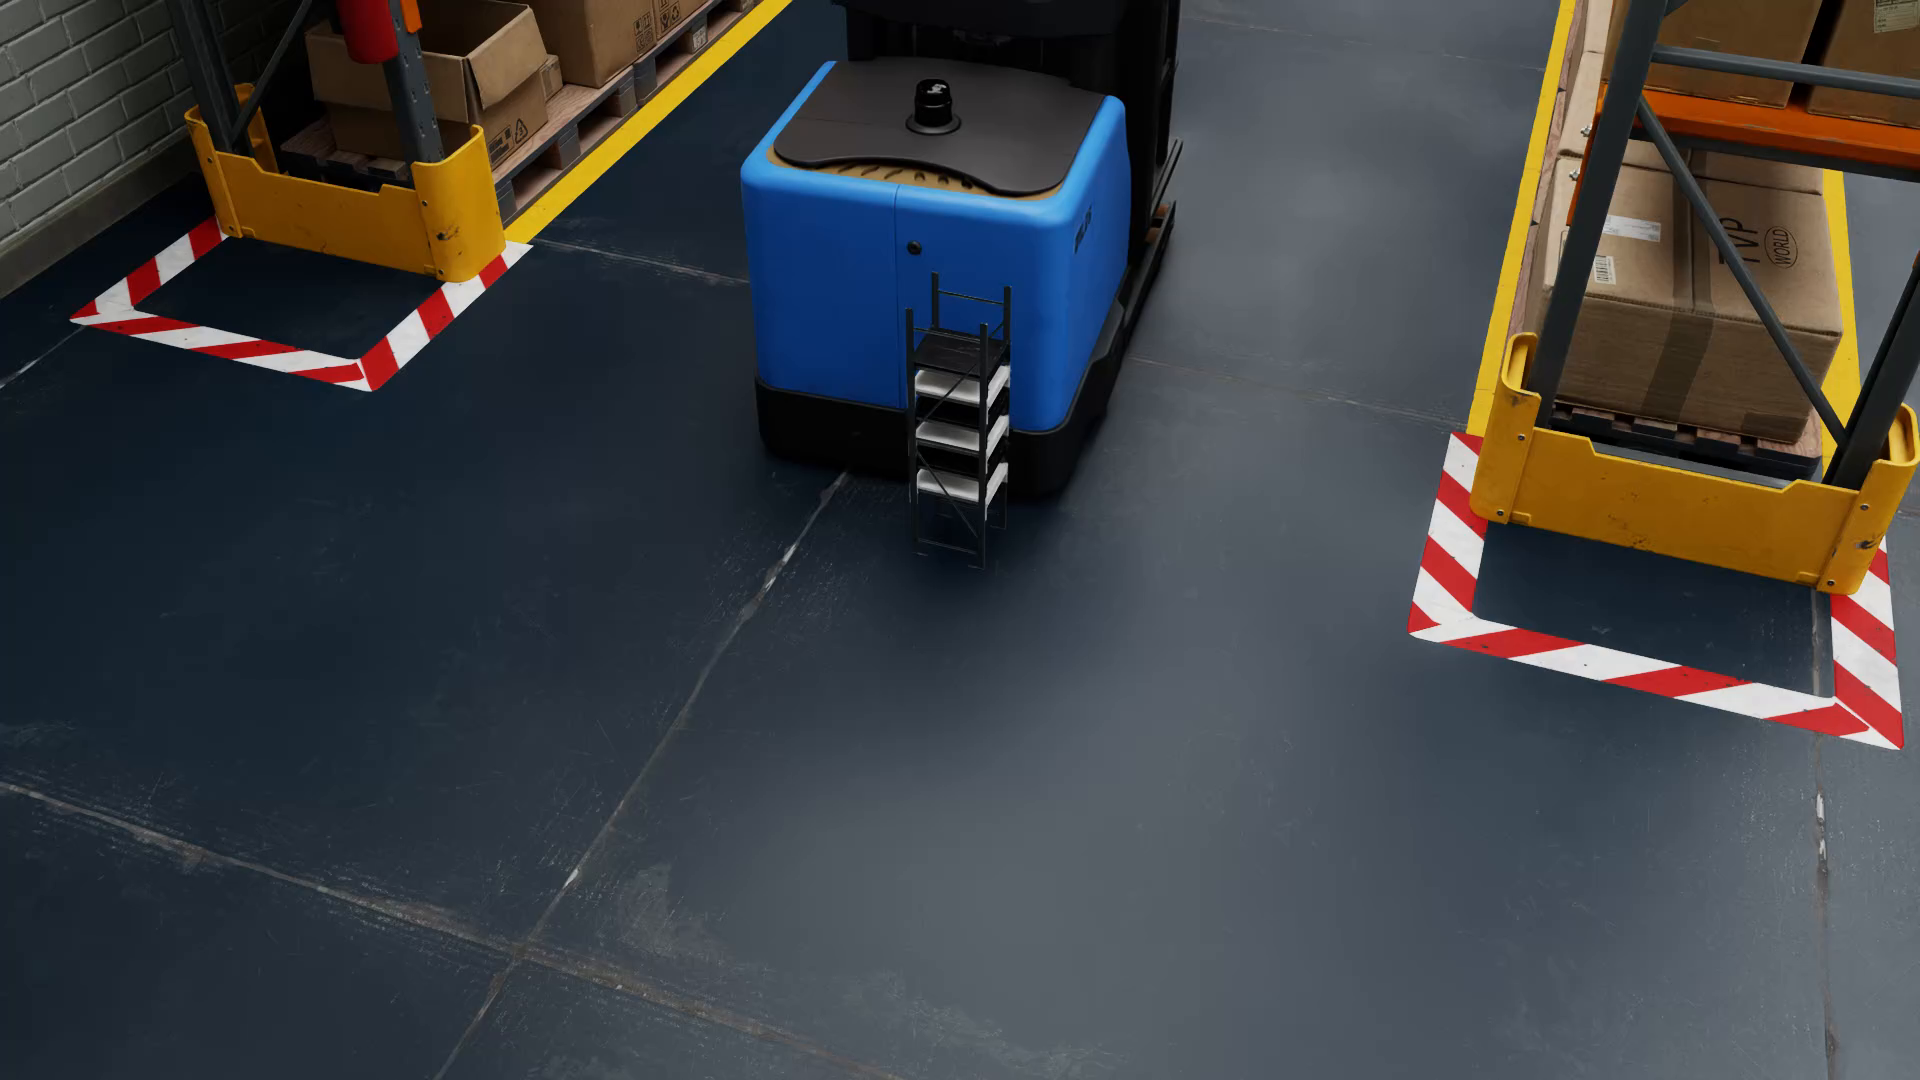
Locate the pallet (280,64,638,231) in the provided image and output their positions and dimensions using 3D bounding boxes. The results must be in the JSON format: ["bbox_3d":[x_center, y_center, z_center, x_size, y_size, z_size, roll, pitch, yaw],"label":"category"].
[{"bbox_3d":[-2.123,-1.780,7.174,1.003,0.211,1.213,13,42,15],"label":"pallet"}]

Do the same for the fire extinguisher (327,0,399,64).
[{"bbox_3d":[-2.037,-1.945,5.565,0.296,0.674,0.183,13,42,15],"label":"fire extinguisher"}]

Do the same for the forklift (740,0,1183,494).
[{"bbox_3d":[0.228,-2.228,5.603,1.130,2.935,3.031,11,42,12],"label":"forklift"}]

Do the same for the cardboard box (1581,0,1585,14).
[{"bbox_3d":[3.297,-2.474,7.490,0.875,0.438,0.875,13,42,14],"label":"cardboard box"}]

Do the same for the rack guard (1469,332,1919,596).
[{"bbox_3d":[2.237,-0.243,5.150,1.175,0.500,0.348,13,42,15],"label":"rack guard"}]

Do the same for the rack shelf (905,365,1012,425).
[{"bbox_3d":[-0.003,-0.449,4.857,0.258,0.077,0.200,13,42,15],"label":"rack shelf"}]

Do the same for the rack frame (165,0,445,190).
[{"bbox_3d":[-2.421,-2.308,5.644,1.000,3.000,0.127,13,42,15],"label":"rack frame"}]

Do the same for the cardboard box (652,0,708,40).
[{"bbox_3d":[-1.519,-2.682,7.685,0.500,0.500,0.500,14,42,16],"label":"cardboard box"}]

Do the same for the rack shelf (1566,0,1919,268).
[{"bbox_3d":[2.929,-2.155,6.019,1.077,0.370,4.000,13,42,15],"label":"rack shelf"}]

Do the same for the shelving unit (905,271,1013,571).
[{"bbox_3d":[-0.003,-0.337,4.952,0.258,0.900,0.210,13,42,15],"label":"shelving unit"}]

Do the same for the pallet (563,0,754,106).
[{"bbox_3d":[-1.704,-2.522,8.043,1.003,0.211,1.213,13,42,15],"label":"pallet"}]

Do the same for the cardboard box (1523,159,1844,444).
[{"bbox_3d":[2.377,-0.819,5.549,0.875,0.438,0.875,12,42,14],"label":"cardboard box"}]

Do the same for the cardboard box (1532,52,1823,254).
[{"bbox_3d":[2.682,-1.379,6.205,0.875,0.438,0.875,14,43,16],"label":"cardboard box"}]

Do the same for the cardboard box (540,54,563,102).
[{"bbox_3d":[-1.941,-1.986,7.140,0.380,0.149,0.250,12,42,13],"label":"cardboard box"}]

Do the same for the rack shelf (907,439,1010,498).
[{"bbox_3d":[-0.003,-0.244,5.032,0.258,0.077,0.200,13,42,15],"label":"rack shelf"}]

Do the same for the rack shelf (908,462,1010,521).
[{"bbox_3d":[-0.003,-0.175,5.091,0.258,0.077,0.200,13,42,15],"label":"rack shelf"}]

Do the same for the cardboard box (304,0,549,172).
[{"bbox_3d":[-2.123,-1.870,6.731,0.797,0.503,0.637,12,42,13],"label":"cardboard box"}]

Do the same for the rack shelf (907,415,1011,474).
[{"bbox_3d":[-0.003,-0.312,4.974,0.258,0.077,0.200,13,42,15],"label":"rack shelf"}]

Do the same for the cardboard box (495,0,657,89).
[{"bbox_3d":[-1.794,-2.382,7.333,0.700,0.500,0.500,15,43,17],"label":"cardboard box"}]

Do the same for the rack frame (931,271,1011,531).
[{"bbox_3d":[0.032,-0.399,5.025,0.240,0.900,0.006,13,42,15],"label":"rack frame"}]

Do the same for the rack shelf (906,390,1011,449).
[{"bbox_3d":[-0.003,-0.381,4.915,0.258,0.077,0.200,13,42,15],"label":"rack shelf"}]

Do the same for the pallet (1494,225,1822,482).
[{"bbox_3d":[2.445,-0.653,5.853,1.003,0.211,1.213,13,42,15],"label":"pallet"}]

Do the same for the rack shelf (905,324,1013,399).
[{"bbox_3d":[-0.003,-0.517,4.799,0.258,0.077,0.200,13,42,15],"label":"rack shelf"}]

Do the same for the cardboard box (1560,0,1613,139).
[{"bbox_3d":[2.992,-1.928,6.850,0.875,0.438,0.875,12,42,14],"label":"cardboard box"}]

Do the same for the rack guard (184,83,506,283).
[{"bbox_3d":[-2.395,-1.404,6.510,1.175,0.500,0.348,13,42,15],"label":"rack guard"}]

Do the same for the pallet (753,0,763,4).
[{"bbox_3d":[-1.289,-3.268,8.918,1.003,0.211,1.213,13,42,15],"label":"pallet"}]

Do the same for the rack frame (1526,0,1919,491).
[{"bbox_3d":[2.245,-1.209,4.356,1.000,3.000,0.127,13,42,15],"label":"rack frame"}]

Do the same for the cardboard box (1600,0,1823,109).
[{"bbox_3d":[2.161,-1.600,4.737,0.500,0.500,0.500,14,42,15],"label":"cardboard box"}]

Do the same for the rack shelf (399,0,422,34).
[{"bbox_3d":[-1.737,-3.254,7.308,1.077,0.370,4.000,13,42,15],"label":"rack shelf"}]

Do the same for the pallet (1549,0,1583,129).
[{"bbox_3d":[3.279,-2.141,7.597,1.003,0.211,1.213,13,42,15],"label":"pallet"}]

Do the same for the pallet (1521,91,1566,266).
[{"bbox_3d":[2.864,-1.395,6.722,1.003,0.211,1.213,13,42,15],"label":"pallet"}]

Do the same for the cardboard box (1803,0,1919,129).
[{"bbox_3d":[2.679,-1.476,4.592,0.500,0.500,0.500,13,42,15],"label":"cardboard box"}]

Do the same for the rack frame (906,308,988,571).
[{"bbox_3d":[-0.038,-0.275,4.879,0.240,0.900,0.006,13,42,15],"label":"rack frame"}]
